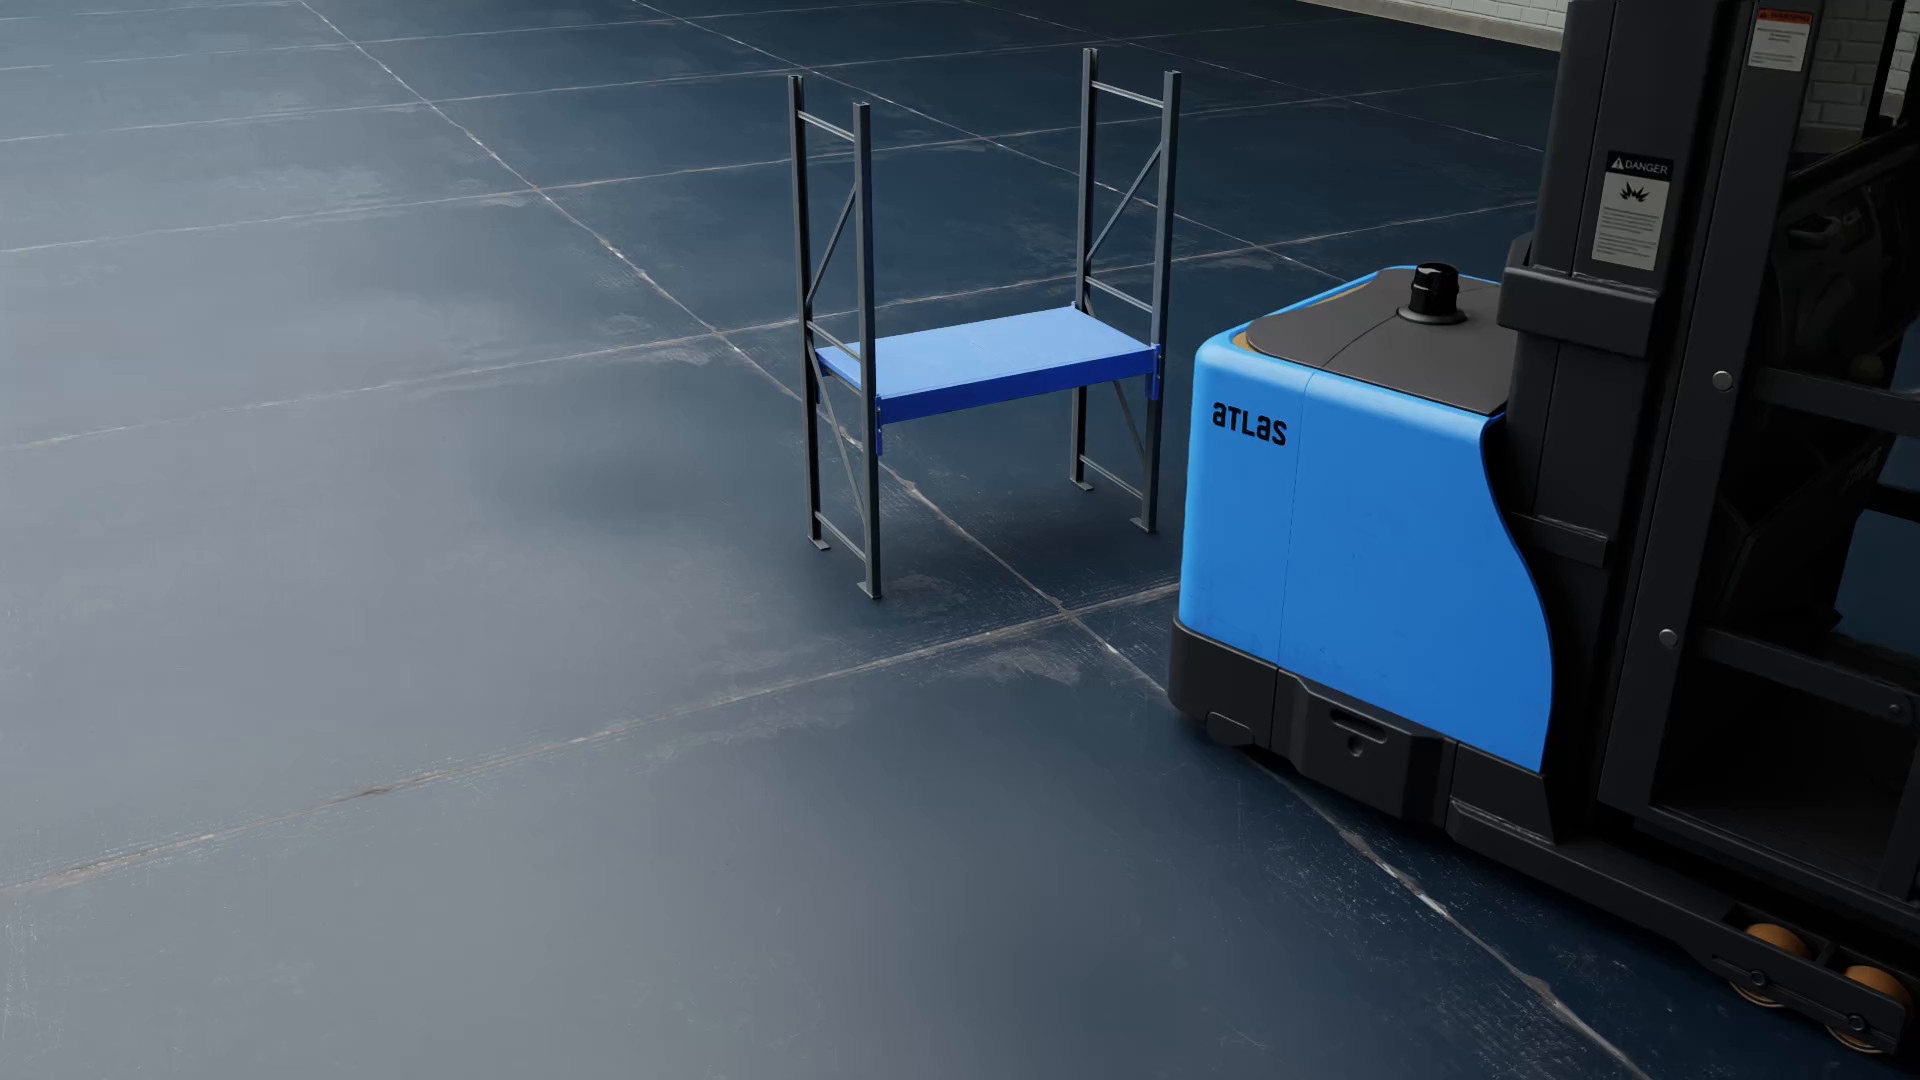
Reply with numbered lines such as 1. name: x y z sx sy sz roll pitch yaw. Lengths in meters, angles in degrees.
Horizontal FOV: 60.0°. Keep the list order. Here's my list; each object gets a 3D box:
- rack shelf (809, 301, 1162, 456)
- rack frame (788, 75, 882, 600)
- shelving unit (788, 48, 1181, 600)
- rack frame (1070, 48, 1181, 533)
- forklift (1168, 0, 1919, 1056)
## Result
1. rack shelf: 0.075 -0.531 5.291 1.000 0.185 0.538 -13 29 -25
2. rack frame: -0.373 -0.590 4.998 0.032 1.500 0.500 -13 29 -25
3. shelving unit: 0.075 -0.693 5.214 1.048 1.500 0.538 -13 29 -25
4. rack frame: 0.524 -0.797 5.429 0.032 1.500 0.500 -13 29 -25
5. forklift: 1.970 -0.545 3.251 3.031 2.935 1.130 22 34 39
